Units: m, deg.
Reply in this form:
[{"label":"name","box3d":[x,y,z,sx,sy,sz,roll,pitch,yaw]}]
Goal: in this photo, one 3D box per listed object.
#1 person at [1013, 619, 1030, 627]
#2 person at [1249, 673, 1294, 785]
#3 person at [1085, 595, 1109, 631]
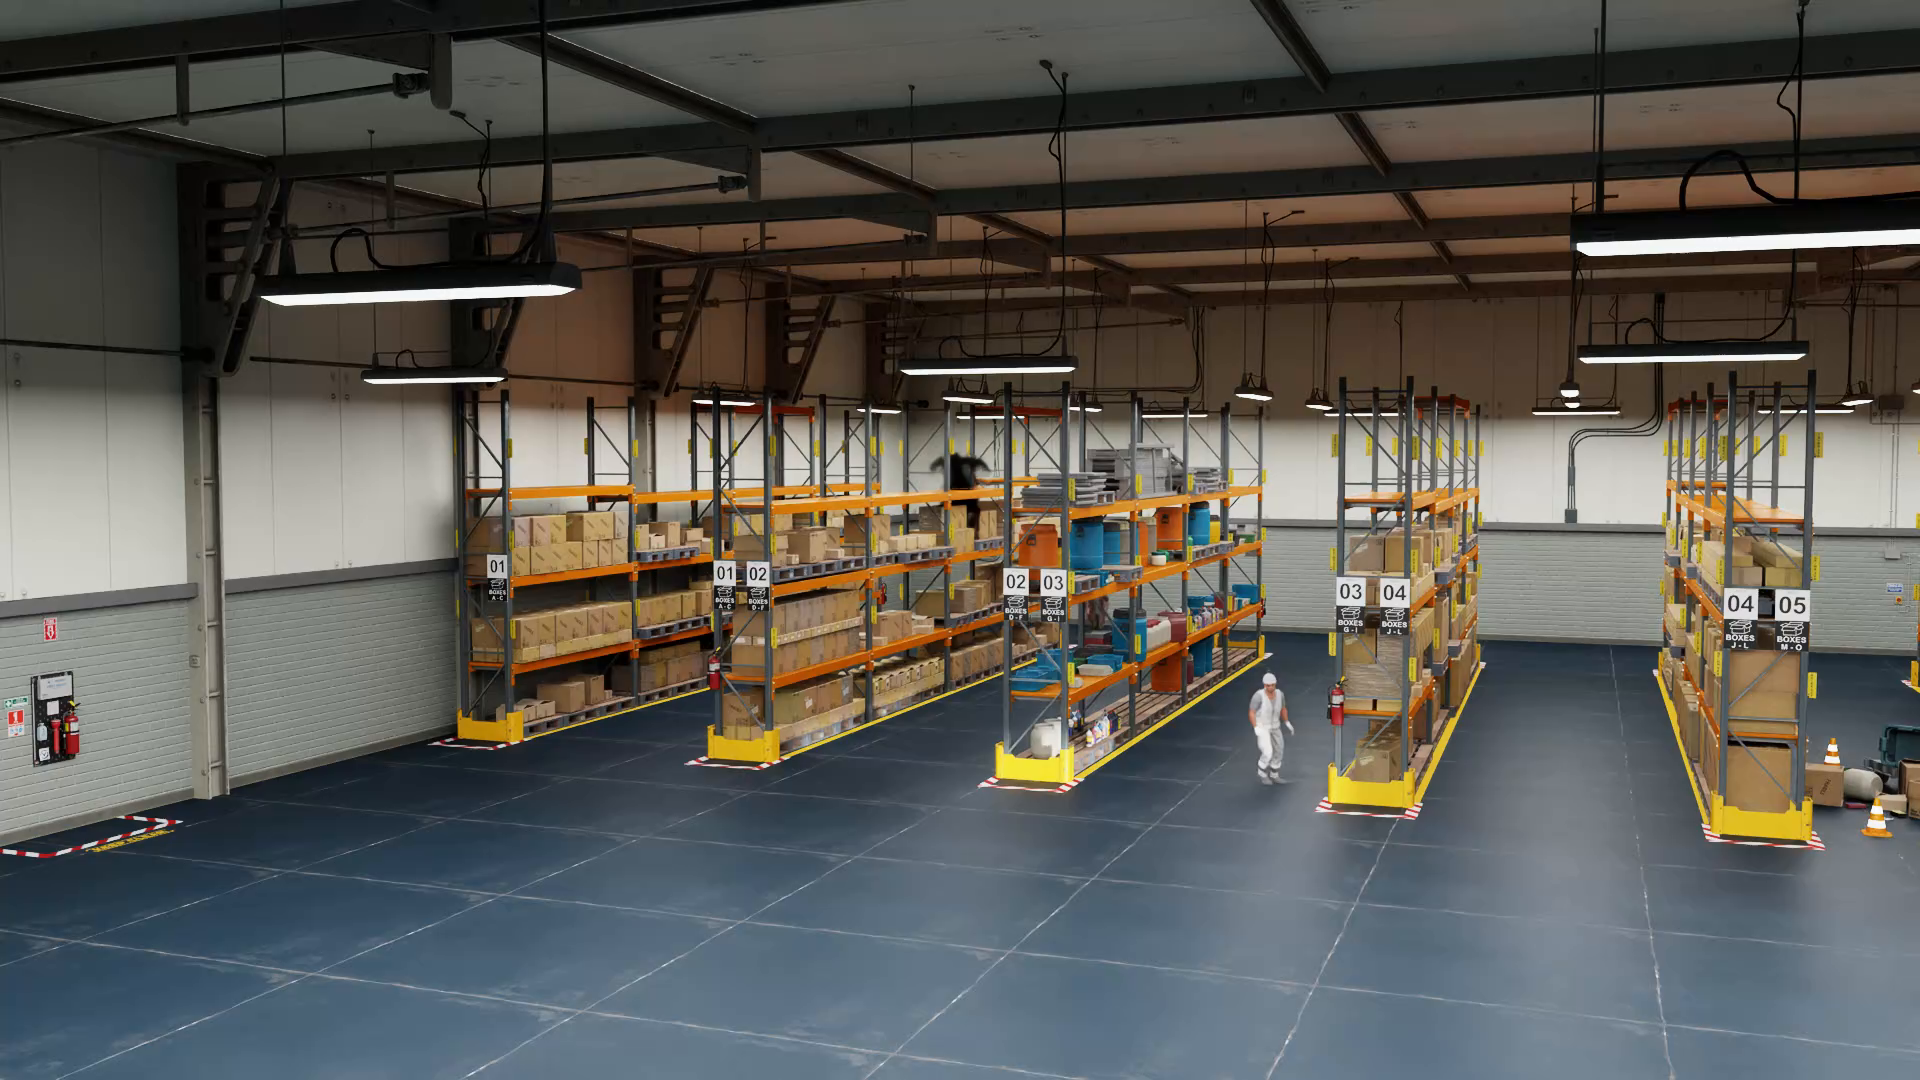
[{"label":"person","box3d":[1.590,1.756,43.151,0.908,1.703,0.643,1,3,25]},{"label":"person","box3d":[4.606,2.797,24.651,0.681,1.711,0.612,-1,3,-19]},{"label":"person","box3d":[3.422,1.887,41.811,0.676,1.635,0.657,-1,3,-10]}]
